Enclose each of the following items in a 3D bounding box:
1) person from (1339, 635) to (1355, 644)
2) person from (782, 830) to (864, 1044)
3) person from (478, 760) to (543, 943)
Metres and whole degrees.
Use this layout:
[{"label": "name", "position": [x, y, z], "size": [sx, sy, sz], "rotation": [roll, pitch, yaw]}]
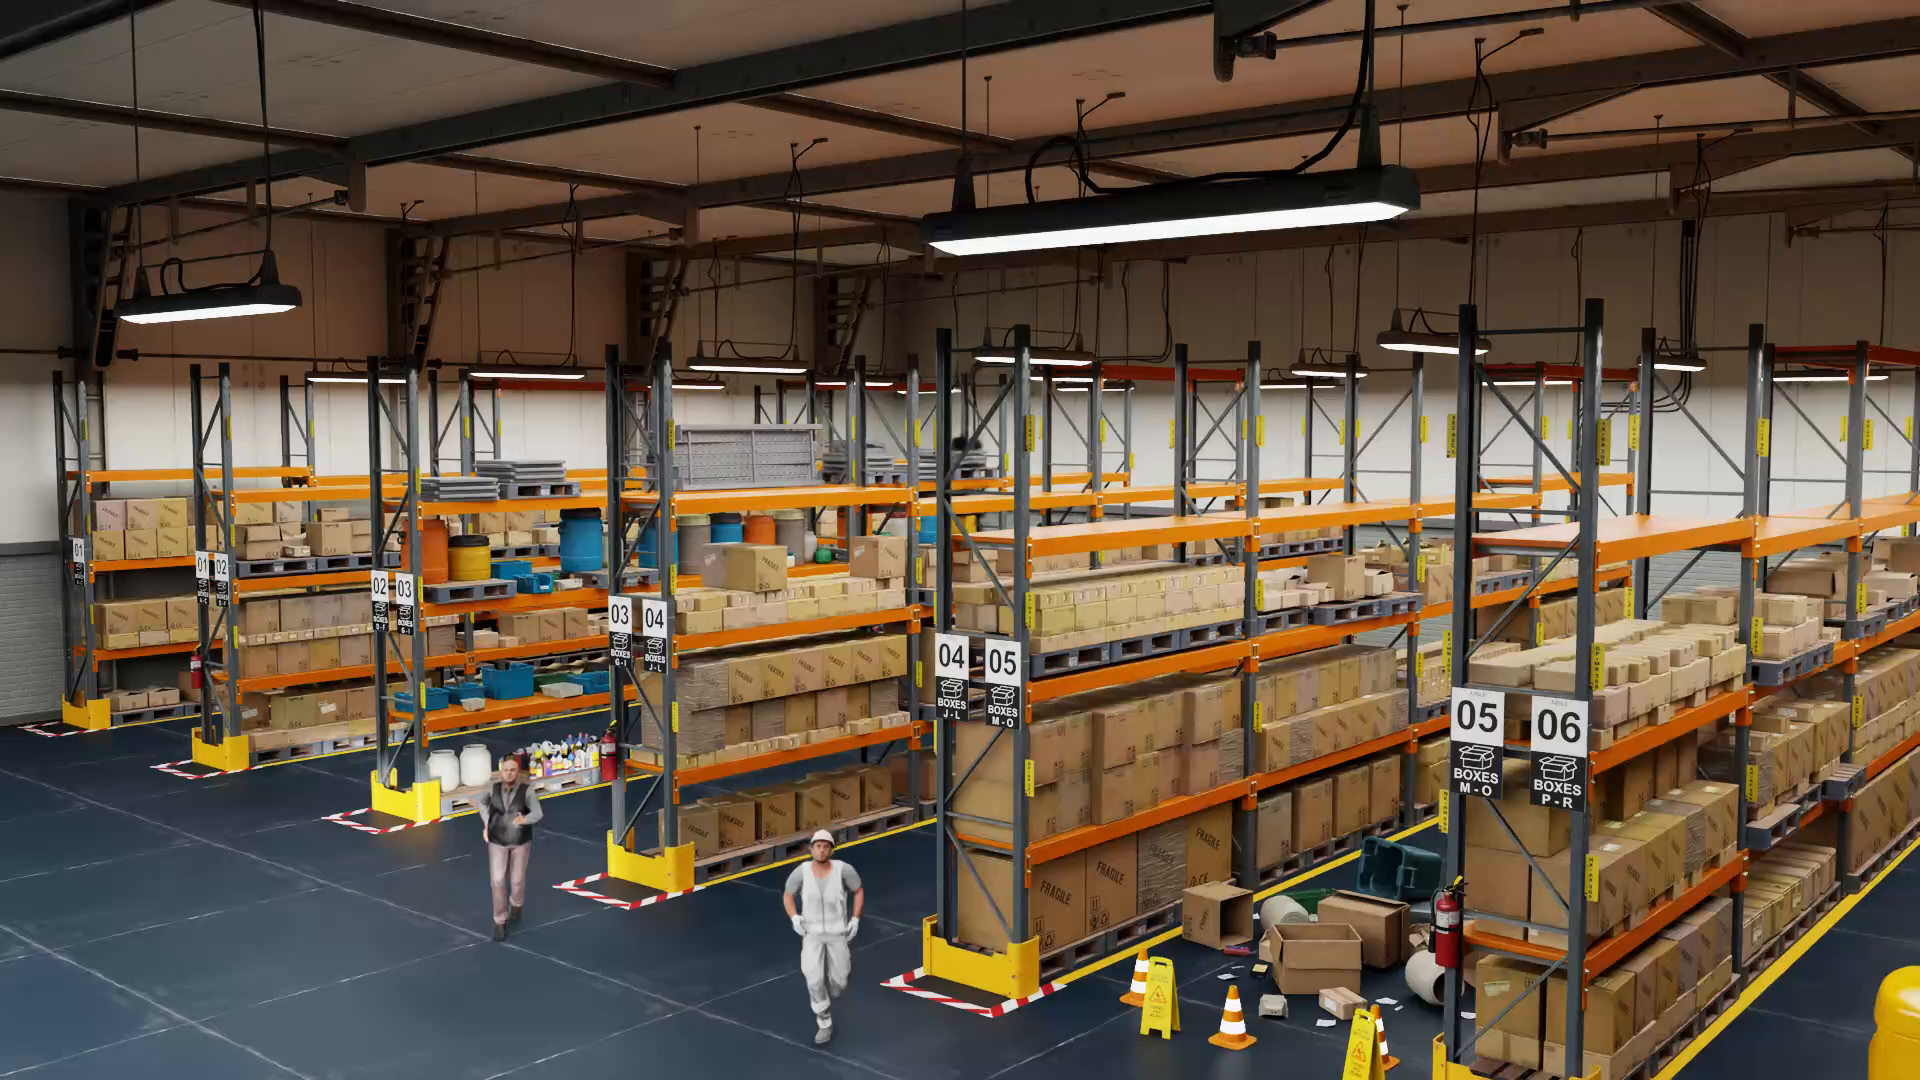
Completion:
[{"label": "person", "position": [7.382, 1.998, 31.800], "size": [0.707, 1.728, 0.657], "rotation": [-2, 5, -28]}, {"label": "person", "position": [-1.152, 3.295, 14.032], "size": [0.688, 1.732, 0.671], "rotation": [0, 4, -5]}, {"label": "person", "position": [-4.534, 3.100, 16.785], "size": [0.642, 1.783, 0.799], "rotation": [-1, 4, -14]}]
